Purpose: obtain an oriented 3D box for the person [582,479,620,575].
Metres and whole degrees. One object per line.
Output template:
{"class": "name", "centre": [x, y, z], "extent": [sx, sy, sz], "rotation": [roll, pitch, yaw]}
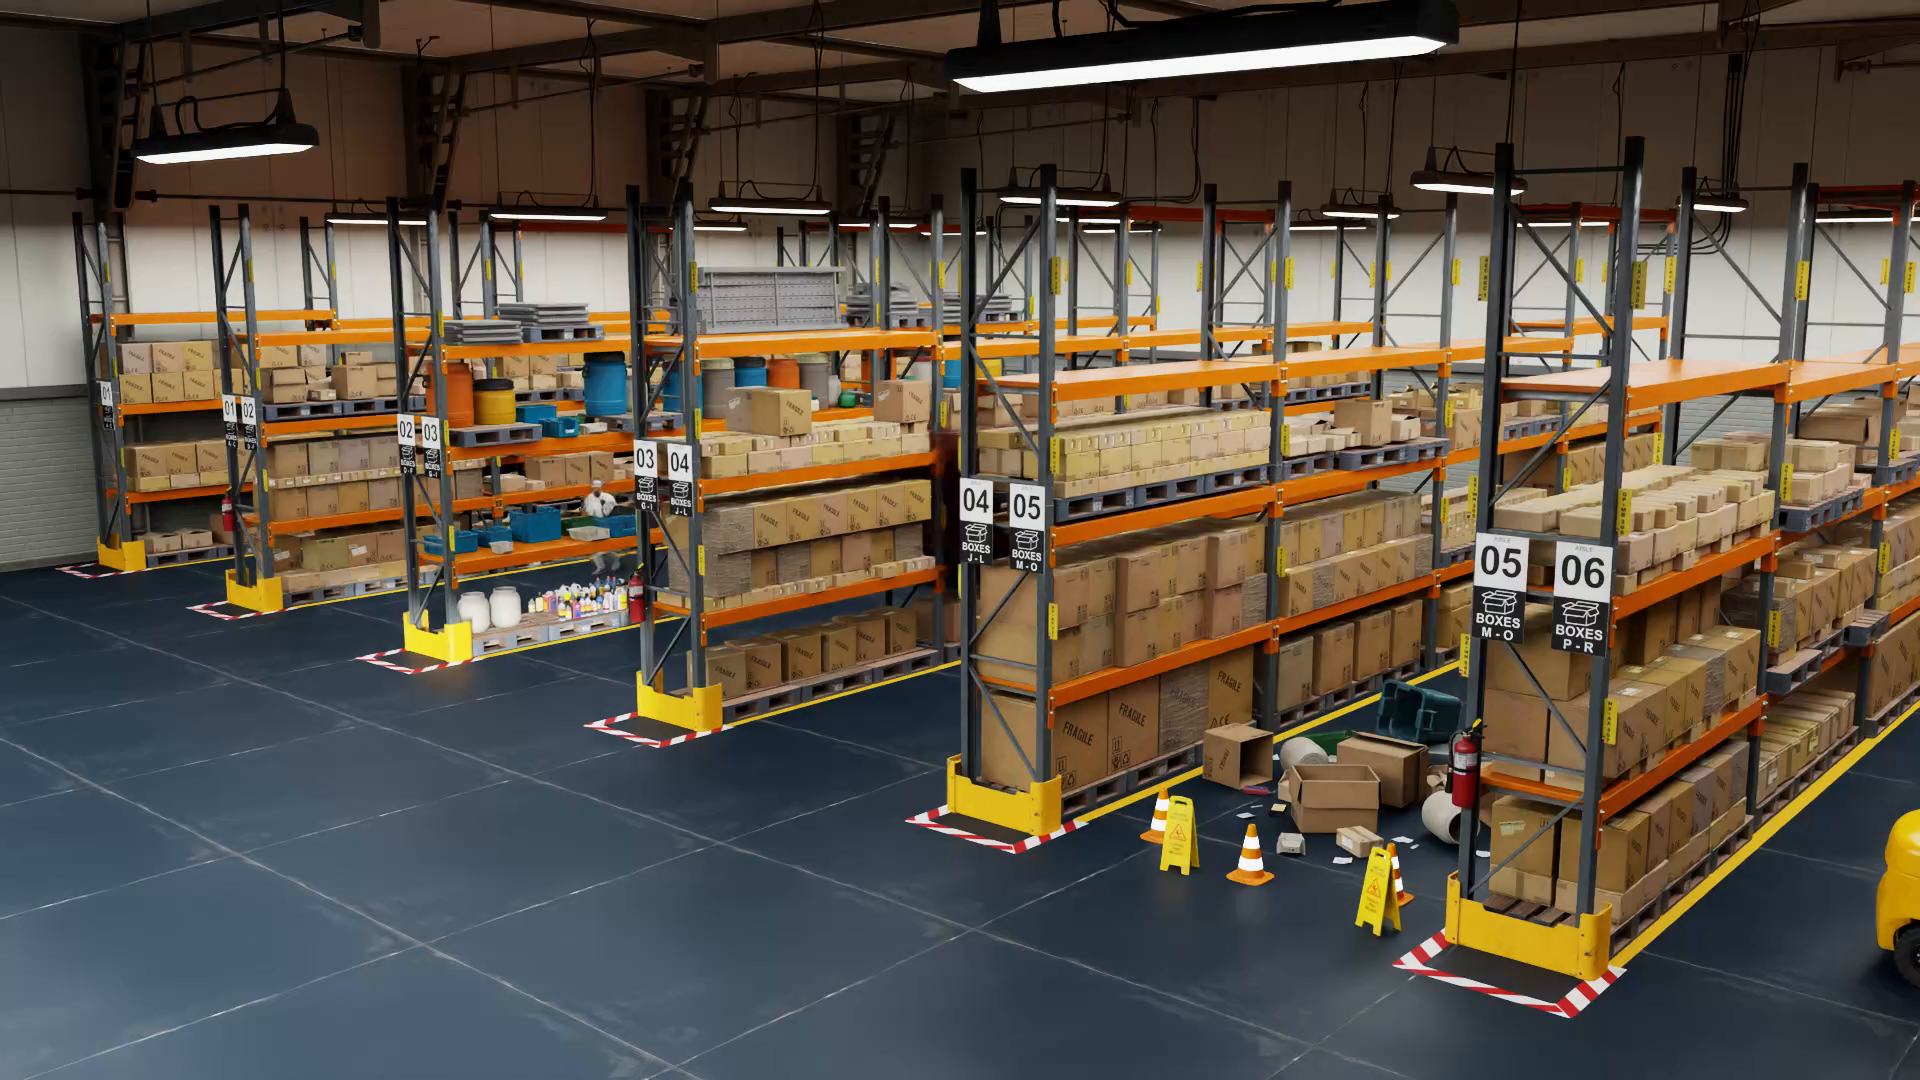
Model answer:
{"class": "person", "centre": [-6.003, -0.230, 27.817], "extent": [0.603, 1.609, 0.584], "rotation": [5, 10, 25]}
